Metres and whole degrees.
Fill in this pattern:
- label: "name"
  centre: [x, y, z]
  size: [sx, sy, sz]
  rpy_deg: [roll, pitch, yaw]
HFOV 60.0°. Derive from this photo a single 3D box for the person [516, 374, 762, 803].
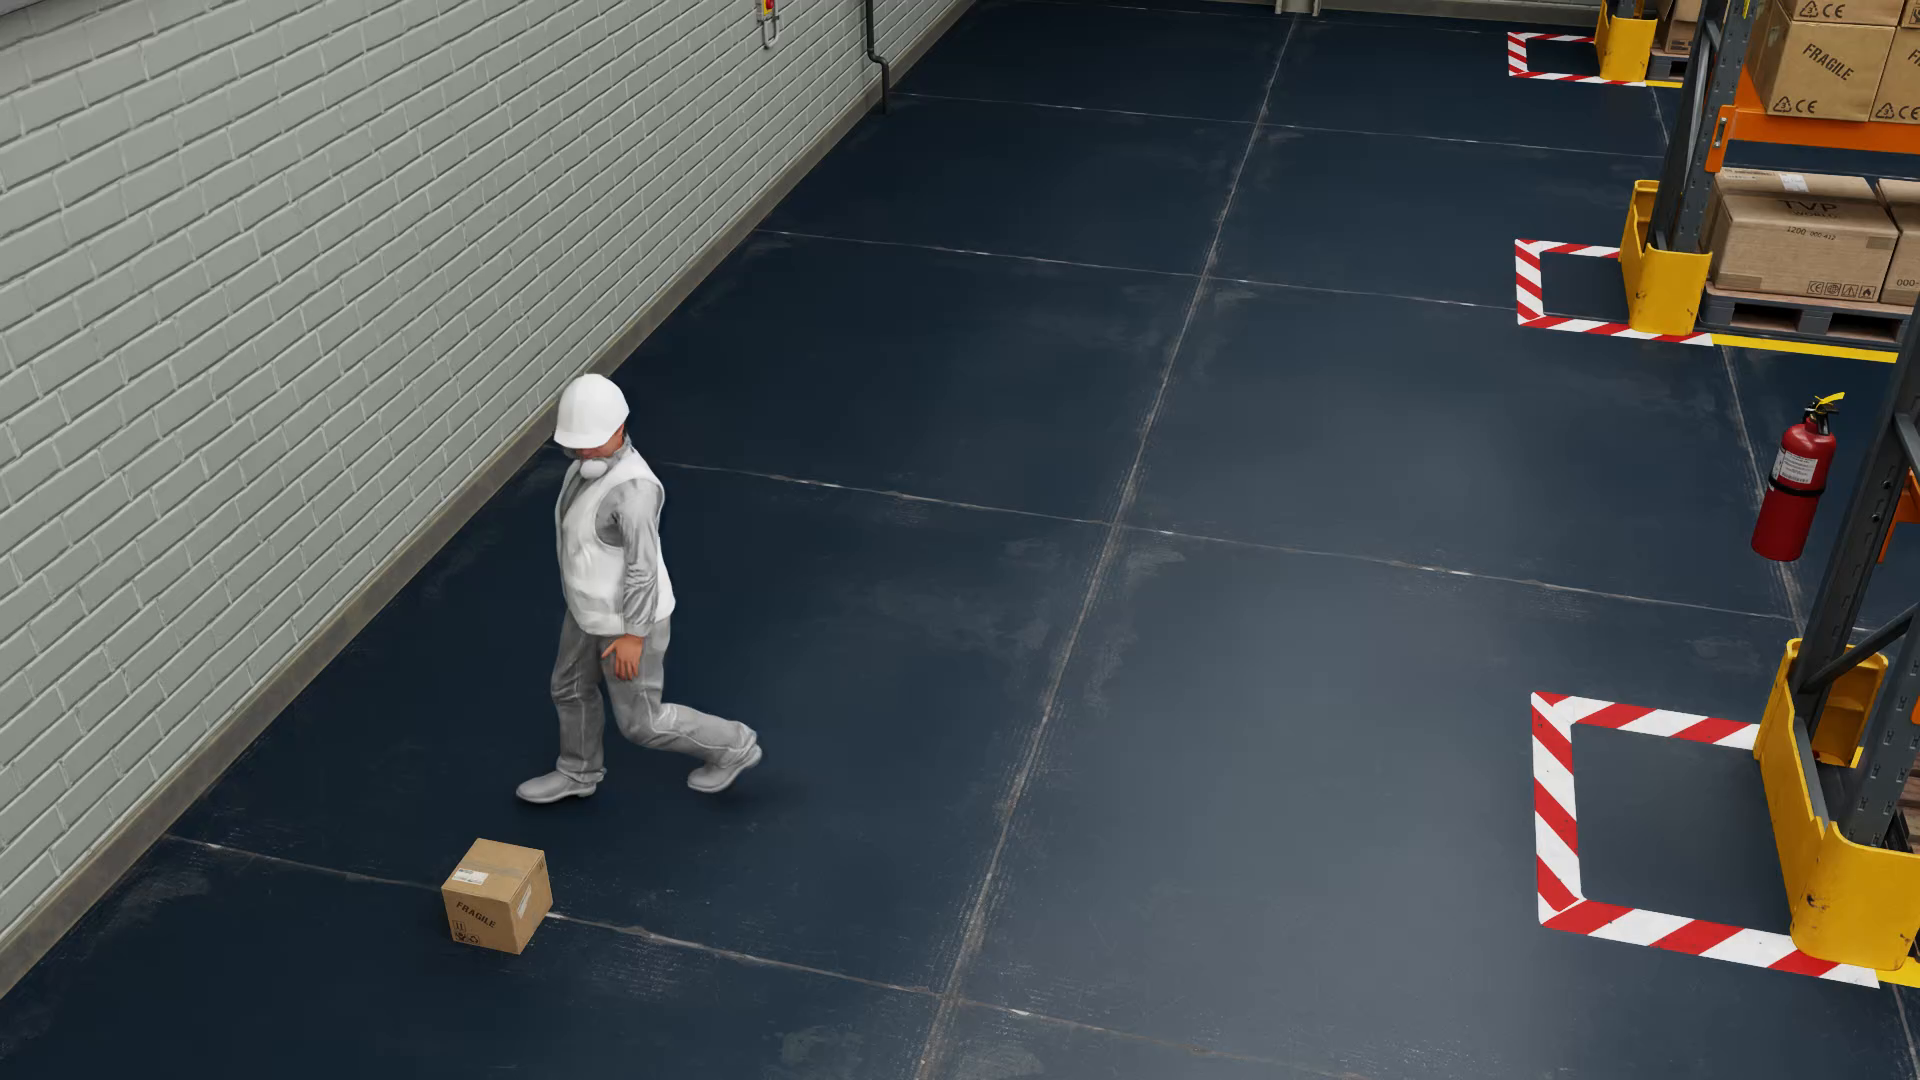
- label: "person"
  centre: [-1.200, 0.222, 5.783]
  size: [0.855, 1.751, 0.567]
  rpy_deg: [-16, 36, -23]
